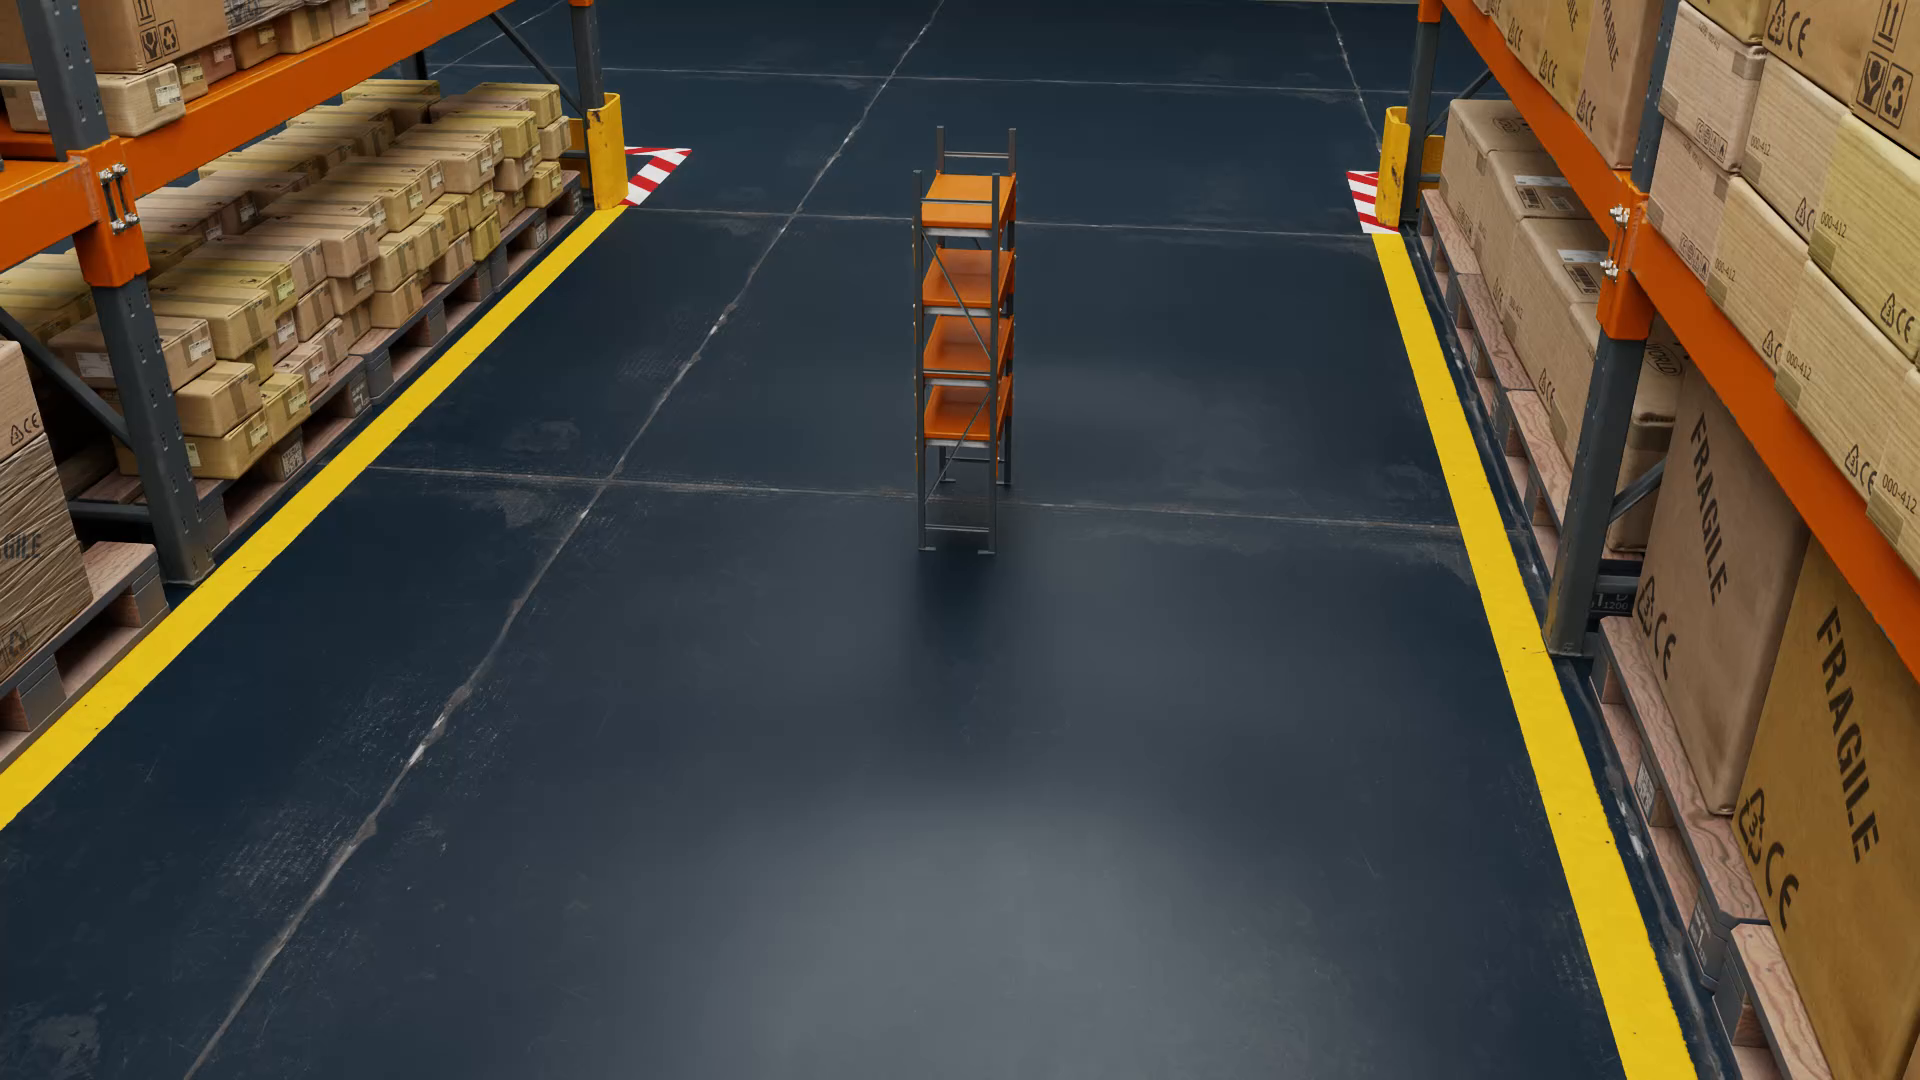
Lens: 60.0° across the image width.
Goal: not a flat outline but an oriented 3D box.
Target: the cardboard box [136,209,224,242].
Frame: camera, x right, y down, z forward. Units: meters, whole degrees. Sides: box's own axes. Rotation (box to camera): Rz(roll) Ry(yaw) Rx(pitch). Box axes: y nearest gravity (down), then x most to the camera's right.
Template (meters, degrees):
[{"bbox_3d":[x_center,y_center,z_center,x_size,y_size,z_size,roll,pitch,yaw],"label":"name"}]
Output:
[{"bbox_3d":[-2.926,-1.098,6.061,0.380,0.149,0.250,2,28,4],"label":"cardboard box"}]

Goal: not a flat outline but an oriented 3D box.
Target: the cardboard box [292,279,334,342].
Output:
[{"bbox_3d":[-2.444,-0.814,5.847,0.380,0.149,0.250,2,28,4],"label":"cardboard box"}]

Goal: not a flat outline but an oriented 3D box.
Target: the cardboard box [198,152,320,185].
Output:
[{"bbox_3d":[-2.831,-1.460,6.733,0.380,0.149,0.250,4,29,7],"label":"cardboard box"}]

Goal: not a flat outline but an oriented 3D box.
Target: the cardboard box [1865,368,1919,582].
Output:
[{"bbox_3d":[1.620,-0.016,2.276,0.500,0.250,0.500,3,28,5],"label":"cardboard box"}]

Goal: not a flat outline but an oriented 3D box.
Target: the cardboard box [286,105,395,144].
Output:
[{"bbox_3d":[-2.762,-1.833,7.425,0.380,0.149,0.250,3,28,6],"label":"cardboard box"}]

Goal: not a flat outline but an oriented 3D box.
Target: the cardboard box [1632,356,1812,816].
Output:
[{"bbox_3d":[2.151,0.054,3.784,0.875,0.875,0.875,4,29,8],"label":"cardboard box"}]

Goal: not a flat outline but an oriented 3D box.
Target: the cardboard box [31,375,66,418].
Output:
[{"bbox_3d":[-3.055,-0.460,5.191,0.380,0.149,0.250,4,29,7],"label":"cardboard box"}]

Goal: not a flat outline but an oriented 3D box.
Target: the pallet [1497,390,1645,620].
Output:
[{"bbox_3d":[2.318,-0.119,5.248,1.003,0.211,1.213,3,28,6],"label":"pallet"}]

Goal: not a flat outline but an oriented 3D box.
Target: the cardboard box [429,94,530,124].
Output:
[{"bbox_3d":[-2.189,-1.929,7.603,0.380,0.149,0.250,4,29,7],"label":"cardboard box"}]

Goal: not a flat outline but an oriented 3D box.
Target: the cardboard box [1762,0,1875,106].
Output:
[{"bbox_3d":[1.773,-1.046,2.868,0.500,0.500,0.500,3,28,6],"label":"cardboard box"}]

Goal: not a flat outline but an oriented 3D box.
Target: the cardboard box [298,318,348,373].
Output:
[{"bbox_3d":[-2.421,-0.683,5.918,0.380,0.149,0.250,3,28,5],"label":"cardboard box"}]

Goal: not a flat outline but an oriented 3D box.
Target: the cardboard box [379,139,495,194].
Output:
[{"bbox_3d":[-2.167,-1.551,6.903,0.380,0.149,0.250,4,29,8],"label":"cardboard box"}]

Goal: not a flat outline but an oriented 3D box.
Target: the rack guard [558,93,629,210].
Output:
[{"bbox_3d":[-2.297,-1.980,8.397,1.175,0.500,0.348,3,28,6],"label":"rack guard"}]

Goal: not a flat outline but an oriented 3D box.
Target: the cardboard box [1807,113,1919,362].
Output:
[{"bbox_3d":[1.689,-0.473,2.597,0.500,0.250,0.500,4,29,7],"label":"cardboard box"}]

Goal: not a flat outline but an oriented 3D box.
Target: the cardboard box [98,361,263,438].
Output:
[{"bbox_3d":[-2.416,-0.446,5.164,0.380,0.149,0.250,5,29,9],"label":"cardboard box"}]

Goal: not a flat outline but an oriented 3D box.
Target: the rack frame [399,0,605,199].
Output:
[{"bbox_3d":[-2.288,-3.116,7.871,1.000,3.000,0.127,3,28,6],"label":"rack frame"}]

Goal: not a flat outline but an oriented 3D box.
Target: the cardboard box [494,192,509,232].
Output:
[{"bbox_3d":[-2.211,-1.422,7.291,0.380,0.149,0.250,4,29,7],"label":"cardboard box"}]

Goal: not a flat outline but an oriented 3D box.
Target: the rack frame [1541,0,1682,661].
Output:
[{"bbox_3d":[2.147,-0.993,3.930,1.000,3.000,0.127,3,28,6],"label":"rack frame"}]

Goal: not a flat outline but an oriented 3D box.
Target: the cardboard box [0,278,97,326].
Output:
[{"bbox_3d":[-3.001,-0.730,5.378,0.380,0.149,0.250,4,29,7],"label":"cardboard box"}]

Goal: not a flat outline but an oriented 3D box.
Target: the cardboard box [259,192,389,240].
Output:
[{"bbox_3d":[-2.382,-1.195,6.241,0.380,0.149,0.250,2,28,4],"label":"cardboard box"}]

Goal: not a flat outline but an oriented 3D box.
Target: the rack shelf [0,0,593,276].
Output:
[{"bbox_3d":[-2.533,-1.858,6.294,1.077,0.370,4.000,3,28,6],"label":"rack shelf"}]

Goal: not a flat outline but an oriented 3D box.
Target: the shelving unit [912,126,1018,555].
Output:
[{"bbox_3d":[0.020,-0.606,5.110,0.258,1.200,0.503,3,28,6],"label":"shelving unit"}]

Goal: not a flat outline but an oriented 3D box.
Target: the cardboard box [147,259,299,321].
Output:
[{"bbox_3d":[-2.455,-0.823,5.551,0.380,0.149,0.250,3,28,5],"label":"cardboard box"}]

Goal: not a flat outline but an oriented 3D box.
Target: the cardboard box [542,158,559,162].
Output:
[{"bbox_3d":[-2.145,-1.786,7.965,0.380,0.149,0.250,4,29,7],"label":"cardboard box"}]

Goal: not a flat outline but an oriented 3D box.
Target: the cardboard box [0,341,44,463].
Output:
[{"bbox_3d":[-2.618,-0.282,4.013,0.500,0.250,0.500,3,28,5],"label":"cardboard box"}]

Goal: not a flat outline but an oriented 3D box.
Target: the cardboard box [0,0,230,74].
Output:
[{"bbox_3d":[-2.467,-1.626,4.687,0.500,0.500,0.500,3,28,5],"label":"cardboard box"}]

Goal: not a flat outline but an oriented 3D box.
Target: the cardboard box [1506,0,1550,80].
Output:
[{"bbox_3d":[2.055,-1.750,5.230,0.500,0.500,0.500,3,28,5],"label":"cardboard box"}]

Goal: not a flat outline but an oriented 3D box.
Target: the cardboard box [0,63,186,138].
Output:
[{"bbox_3d":[-2.418,-1.237,4.648,0.380,0.149,0.250,4,29,8],"label":"cardboard box"}]

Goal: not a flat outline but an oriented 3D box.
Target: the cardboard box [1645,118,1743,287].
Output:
[{"bbox_3d":[1.831,-0.735,3.610,0.500,0.250,0.500,3,28,5],"label":"cardboard box"}]

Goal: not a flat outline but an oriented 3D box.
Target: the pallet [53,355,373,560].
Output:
[{"bbox_3d":[-2.731,-0.323,5.628,1.003,0.211,1.213,3,28,6],"label":"pallet"}]

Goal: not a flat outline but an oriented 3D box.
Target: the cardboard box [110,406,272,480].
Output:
[{"bbox_3d":[-2.414,-0.315,5.236,0.380,0.149,0.250,2,28,4],"label":"cardboard box"}]

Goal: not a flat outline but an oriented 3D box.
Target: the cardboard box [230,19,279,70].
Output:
[{"bbox_3d":[-2.441,-1.619,5.357,0.380,0.149,0.250,2,28,4],"label":"cardboard box"}]

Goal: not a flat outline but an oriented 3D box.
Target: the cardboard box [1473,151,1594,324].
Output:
[{"bbox_3d":[2.552,-1.185,6.545,0.875,0.438,0.875,4,29,8],"label":"cardboard box"}]

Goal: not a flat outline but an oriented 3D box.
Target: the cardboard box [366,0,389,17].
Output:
[{"bbox_3d":[-2.318,-1.988,6.043,0.380,0.149,0.250,4,29,8],"label":"cardboard box"}]

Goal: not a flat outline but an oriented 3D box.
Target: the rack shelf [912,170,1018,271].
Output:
[{"bbox_3d":[0.020,-0.952,4.924,0.258,0.148,0.480,3,28,6],"label":"rack shelf"}]

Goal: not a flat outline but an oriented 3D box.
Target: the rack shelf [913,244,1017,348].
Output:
[{"bbox_3d":[0.020,-0.744,5.036,0.258,0.148,0.480,3,28,6],"label":"rack shelf"}]

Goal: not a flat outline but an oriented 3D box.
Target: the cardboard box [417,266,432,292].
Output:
[{"bbox_3d":[-2.339,-1.057,6.612,0.380,0.149,0.250,4,29,8],"label":"cardboard box"}]

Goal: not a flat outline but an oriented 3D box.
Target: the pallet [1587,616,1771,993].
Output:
[{"bbox_3d":[2.128,0.602,3.909,1.003,0.211,1.213,3,28,6],"label":"pallet"}]

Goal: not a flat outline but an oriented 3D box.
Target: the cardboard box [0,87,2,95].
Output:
[{"bbox_3d":[-3.052,-1.398,4.947,0.380,0.149,0.250,3,28,5],"label":"cardboard box"}]

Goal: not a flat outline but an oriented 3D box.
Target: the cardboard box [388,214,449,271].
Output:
[{"bbox_3d":[-2.238,-1.171,6.511,0.380,0.149,0.250,4,29,7],"label":"cardboard box"}]

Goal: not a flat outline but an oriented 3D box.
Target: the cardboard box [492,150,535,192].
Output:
[{"bbox_3d":[-2.131,-1.667,7.431,0.380,0.149,0.250,2,28,4],"label":"cardboard box"}]
